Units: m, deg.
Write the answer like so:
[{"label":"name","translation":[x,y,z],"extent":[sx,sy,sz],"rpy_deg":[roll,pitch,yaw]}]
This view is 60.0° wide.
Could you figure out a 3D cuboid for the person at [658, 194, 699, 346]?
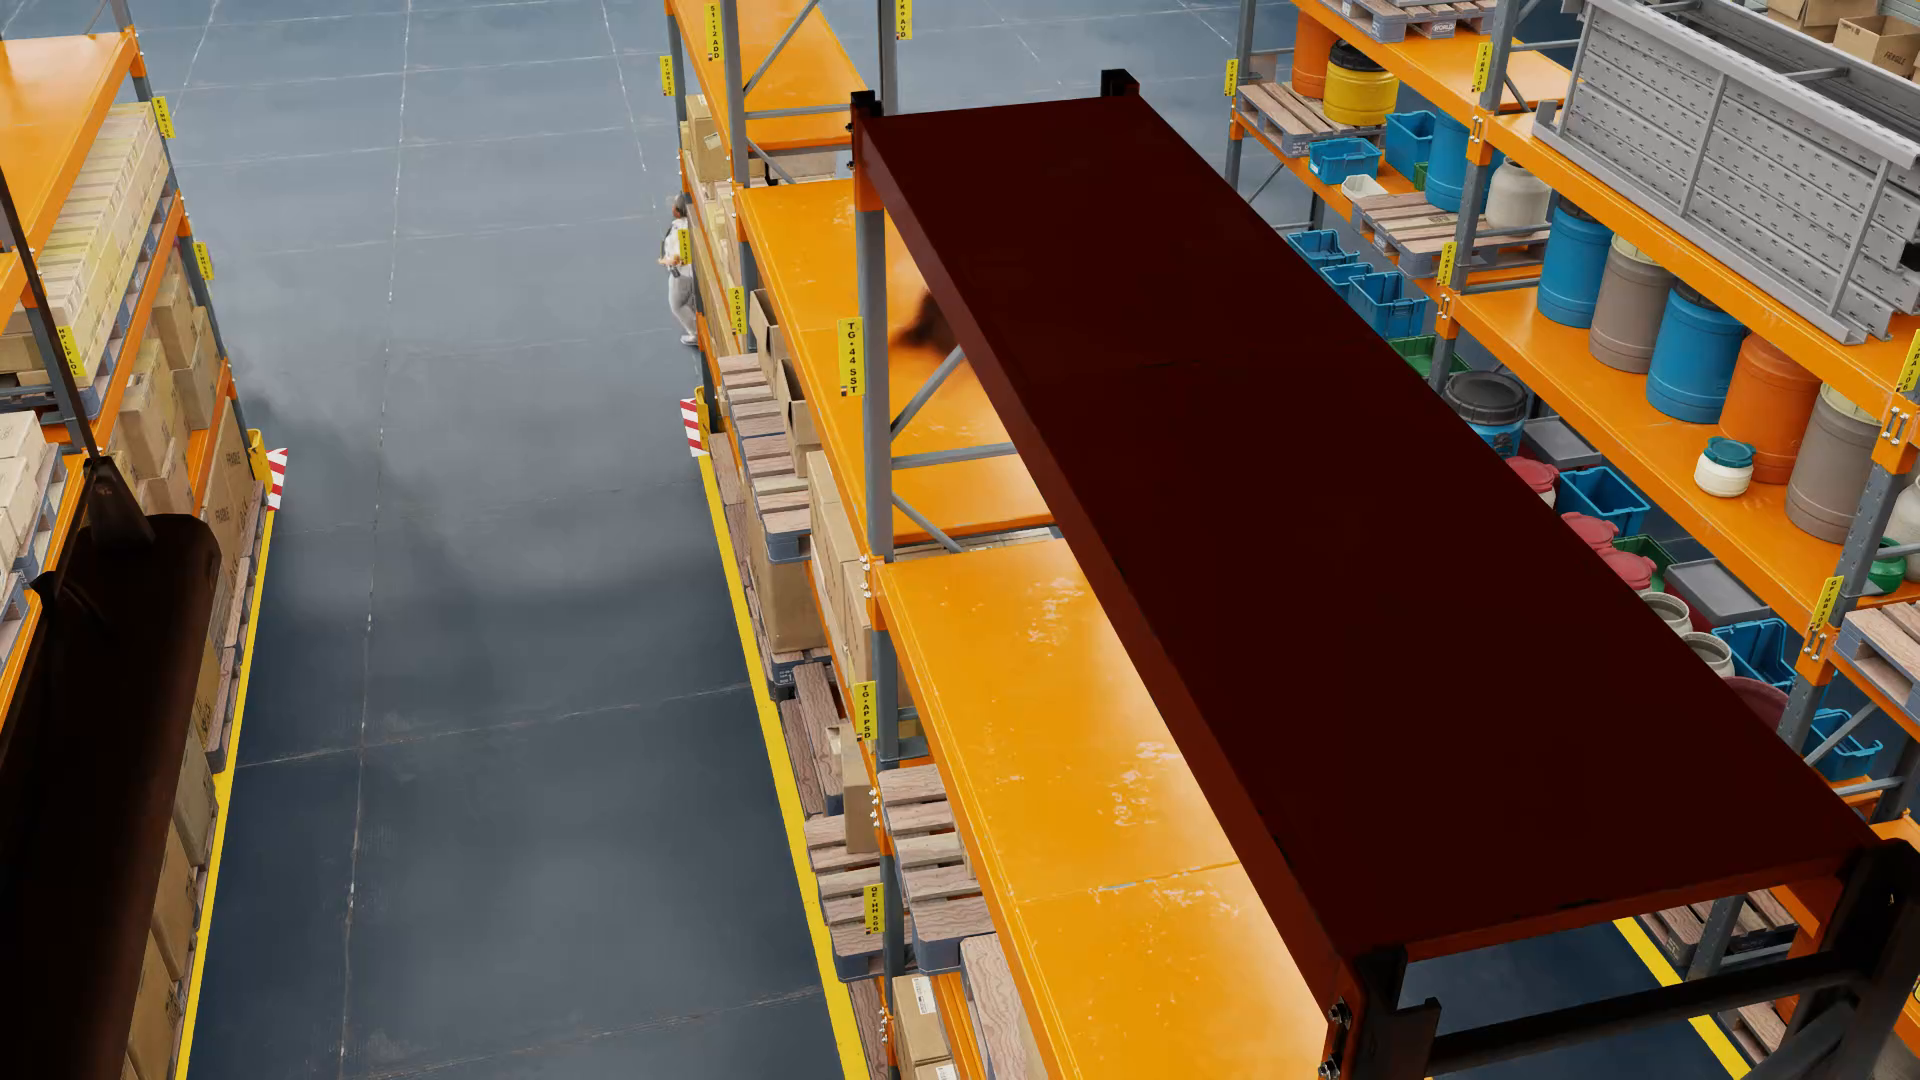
[{"label":"person","translation":[-2.719,-2.693,16.607],"extent":[0.550,1.627,0.610],"rpy_deg":[13,36,18]}]

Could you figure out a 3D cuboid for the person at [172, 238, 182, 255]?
[{"label":"person","translation":[-7.899,-2.442,16.101],"extent":[0.773,1.832,0.673],"rpy_deg":[17,38,23]}]
